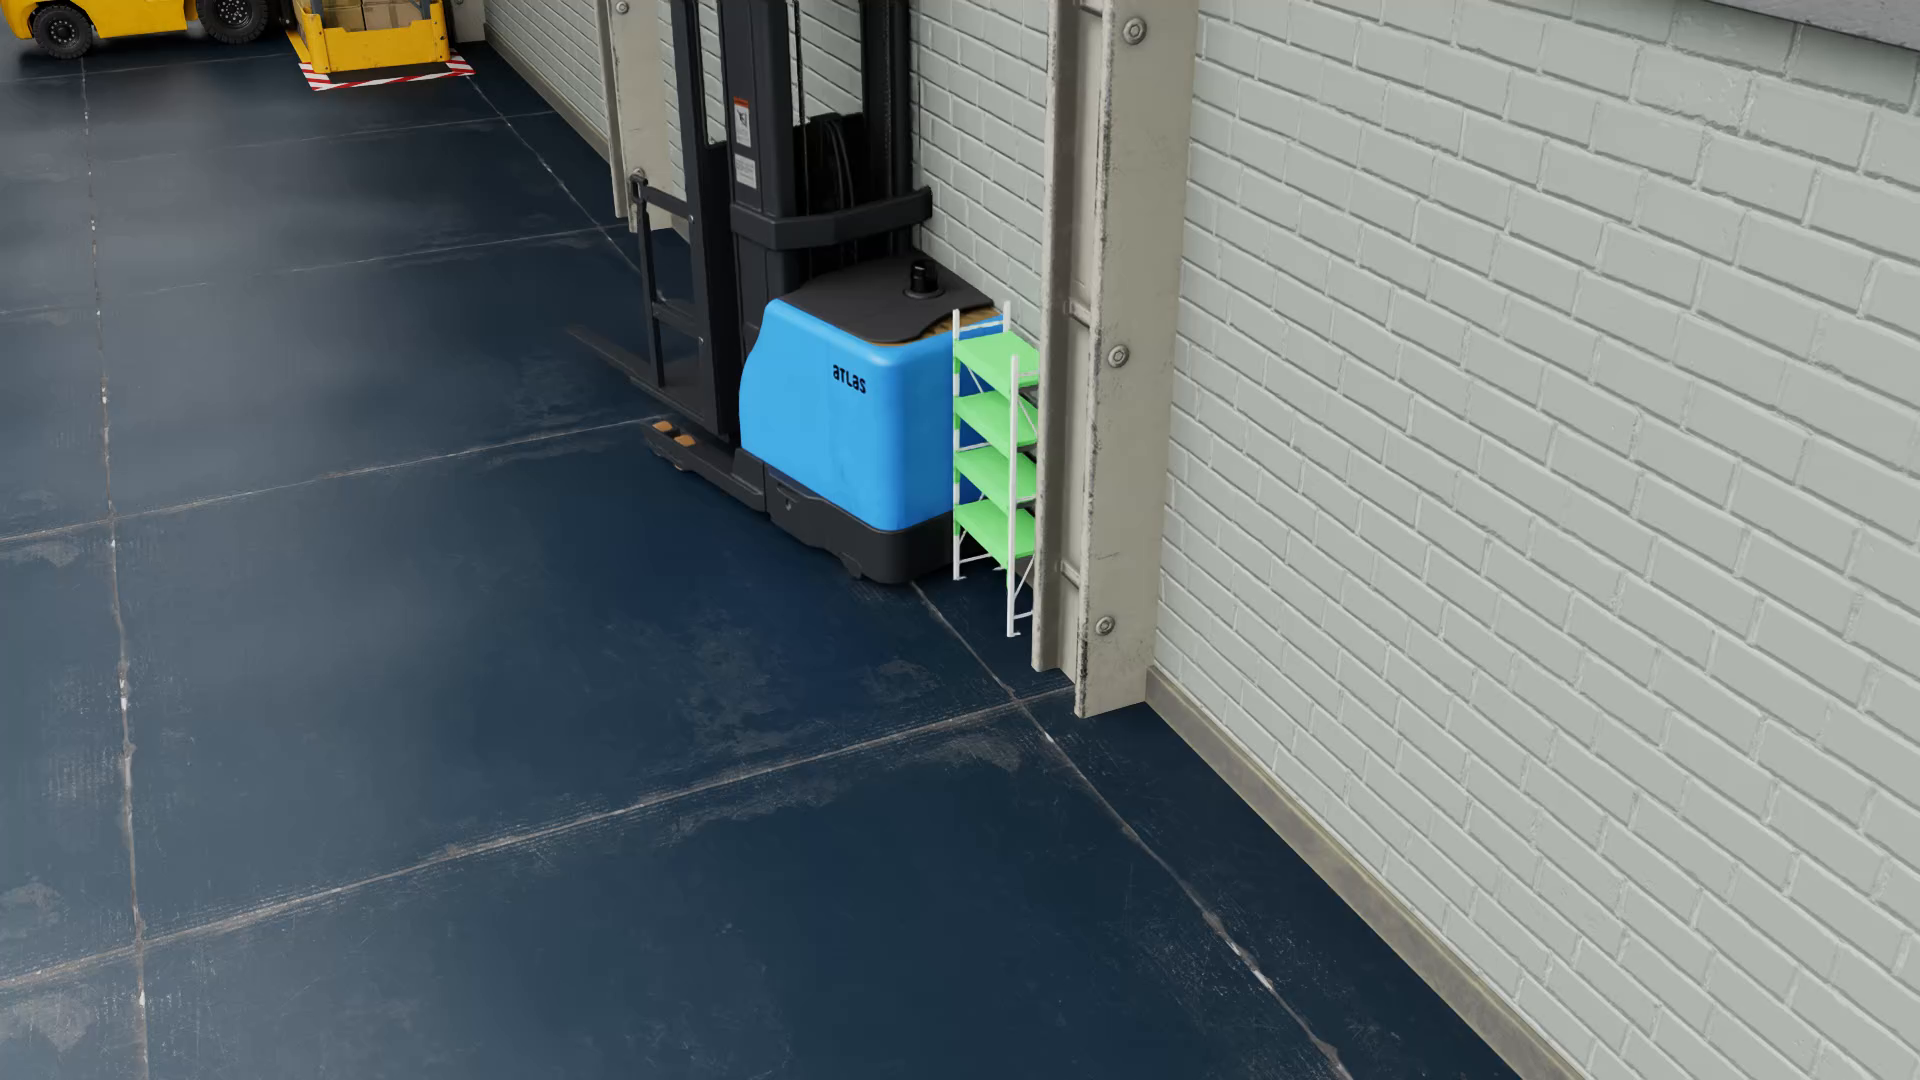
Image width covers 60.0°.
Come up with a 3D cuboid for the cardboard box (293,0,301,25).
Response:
[{"bbox_3d":[-5.863,-4.925,15.347,0.500,0.250,0.500,-13,32,-22],"label":"cardboard box"}]

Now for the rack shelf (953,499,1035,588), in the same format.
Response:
[{"bbox_3d":[0.191,-0.007,6.658,0.258,0.148,0.480,-13,32,-22],"label":"rack shelf"}]

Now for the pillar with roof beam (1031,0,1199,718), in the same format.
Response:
[{"bbox_3d":[-3.392,-2.487,2.484,9.100,9.000,0.400,-13,32,-22],"label":"pillar with roof beam"}]

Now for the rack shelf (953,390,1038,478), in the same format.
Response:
[{"bbox_3d":[0.191,-0.426,6.423,0.258,0.148,0.480,-13,32,-22],"label":"rack shelf"}]

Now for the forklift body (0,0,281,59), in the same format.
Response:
[{"bbox_3d":[-7.632,-5.662,15.149,2.313,2.155,1.214,-13,32,-22],"label":"forklift body"}]

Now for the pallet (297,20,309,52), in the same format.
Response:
[{"bbox_3d":[-5.537,-4.691,15.399,1.003,0.211,1.213,-13,32,-22],"label":"pallet"}]

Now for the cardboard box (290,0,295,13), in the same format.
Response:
[{"bbox_3d":[-6.069,-5.147,15.745,0.500,0.250,0.500,-13,32,-21],"label":"cardboard box"}]

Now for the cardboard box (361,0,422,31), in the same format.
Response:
[{"bbox_3d":[-5.205,-4.820,15.160,0.500,0.250,0.500,-13,32,-22],"label":"cardboard box"}]

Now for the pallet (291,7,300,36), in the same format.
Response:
[{"bbox_3d":[-6.056,-5.229,16.359,1.003,0.211,1.213,-13,32,-22],"label":"pallet"}]

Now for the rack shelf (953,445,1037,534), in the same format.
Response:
[{"bbox_3d":[0.191,-0.217,6.540,0.258,0.148,0.480,-13,32,-22],"label":"rack shelf"}]

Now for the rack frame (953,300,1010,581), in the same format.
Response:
[{"bbox_3d":[0.084,-0.380,6.700,0.240,1.200,0.015,-13,32,-22],"label":"rack frame"}]

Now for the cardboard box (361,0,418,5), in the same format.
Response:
[{"bbox_3d":[-5.185,-5.031,15.026,0.500,0.250,0.500,-12,32,-21],"label":"cardboard box"}]

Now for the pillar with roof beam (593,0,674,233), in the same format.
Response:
[{"bbox_3d":[-5.968,-5.137,7.210,9.100,9.000,0.400,-13,32,-22],"label":"pillar with roof beam"}]

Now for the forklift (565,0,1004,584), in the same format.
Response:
[{"bbox_3d":[-0.864,-1.747,7.368,1.130,2.935,3.031,-22,36,-34],"label":"forklift"}]

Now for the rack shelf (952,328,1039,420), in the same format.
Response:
[{"bbox_3d":[0.191,-0.635,6.306,0.258,0.148,0.480,-13,32,-22],"label":"rack shelf"}]

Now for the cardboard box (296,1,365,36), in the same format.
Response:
[{"bbox_3d":[-5.658,-4.703,14.952,0.500,0.250,0.500,-13,32,-22],"label":"cardboard box"}]

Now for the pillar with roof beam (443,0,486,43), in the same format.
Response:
[{"bbox_3d":[-8.544,-7.787,11.937,9.100,9.000,0.400,-13,32,-22],"label":"pillar with roof beam"}]

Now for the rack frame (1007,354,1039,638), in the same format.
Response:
[{"bbox_3d":[0.297,-0.165,6.318,0.240,1.200,0.015,-13,32,-22],"label":"rack frame"}]

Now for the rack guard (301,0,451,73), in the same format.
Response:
[{"bbox_3d":[-5.160,-4.477,14.723,1.175,0.500,0.348,-13,32,-22],"label":"rack guard"}]

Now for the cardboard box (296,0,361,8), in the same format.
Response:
[{"bbox_3d":[-5.662,-4.929,14.844,0.500,0.250,0.500,-14,32,-23],"label":"cardboard box"}]

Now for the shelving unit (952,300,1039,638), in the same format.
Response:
[{"bbox_3d":[0.191,-0.272,6.509,0.258,1.200,0.503,-13,32,-22],"label":"shelving unit"}]

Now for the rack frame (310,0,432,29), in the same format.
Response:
[{"bbox_3d":[-5.171,-5.578,14.130,1.000,3.000,0.127,-13,32,-22],"label":"rack frame"}]
